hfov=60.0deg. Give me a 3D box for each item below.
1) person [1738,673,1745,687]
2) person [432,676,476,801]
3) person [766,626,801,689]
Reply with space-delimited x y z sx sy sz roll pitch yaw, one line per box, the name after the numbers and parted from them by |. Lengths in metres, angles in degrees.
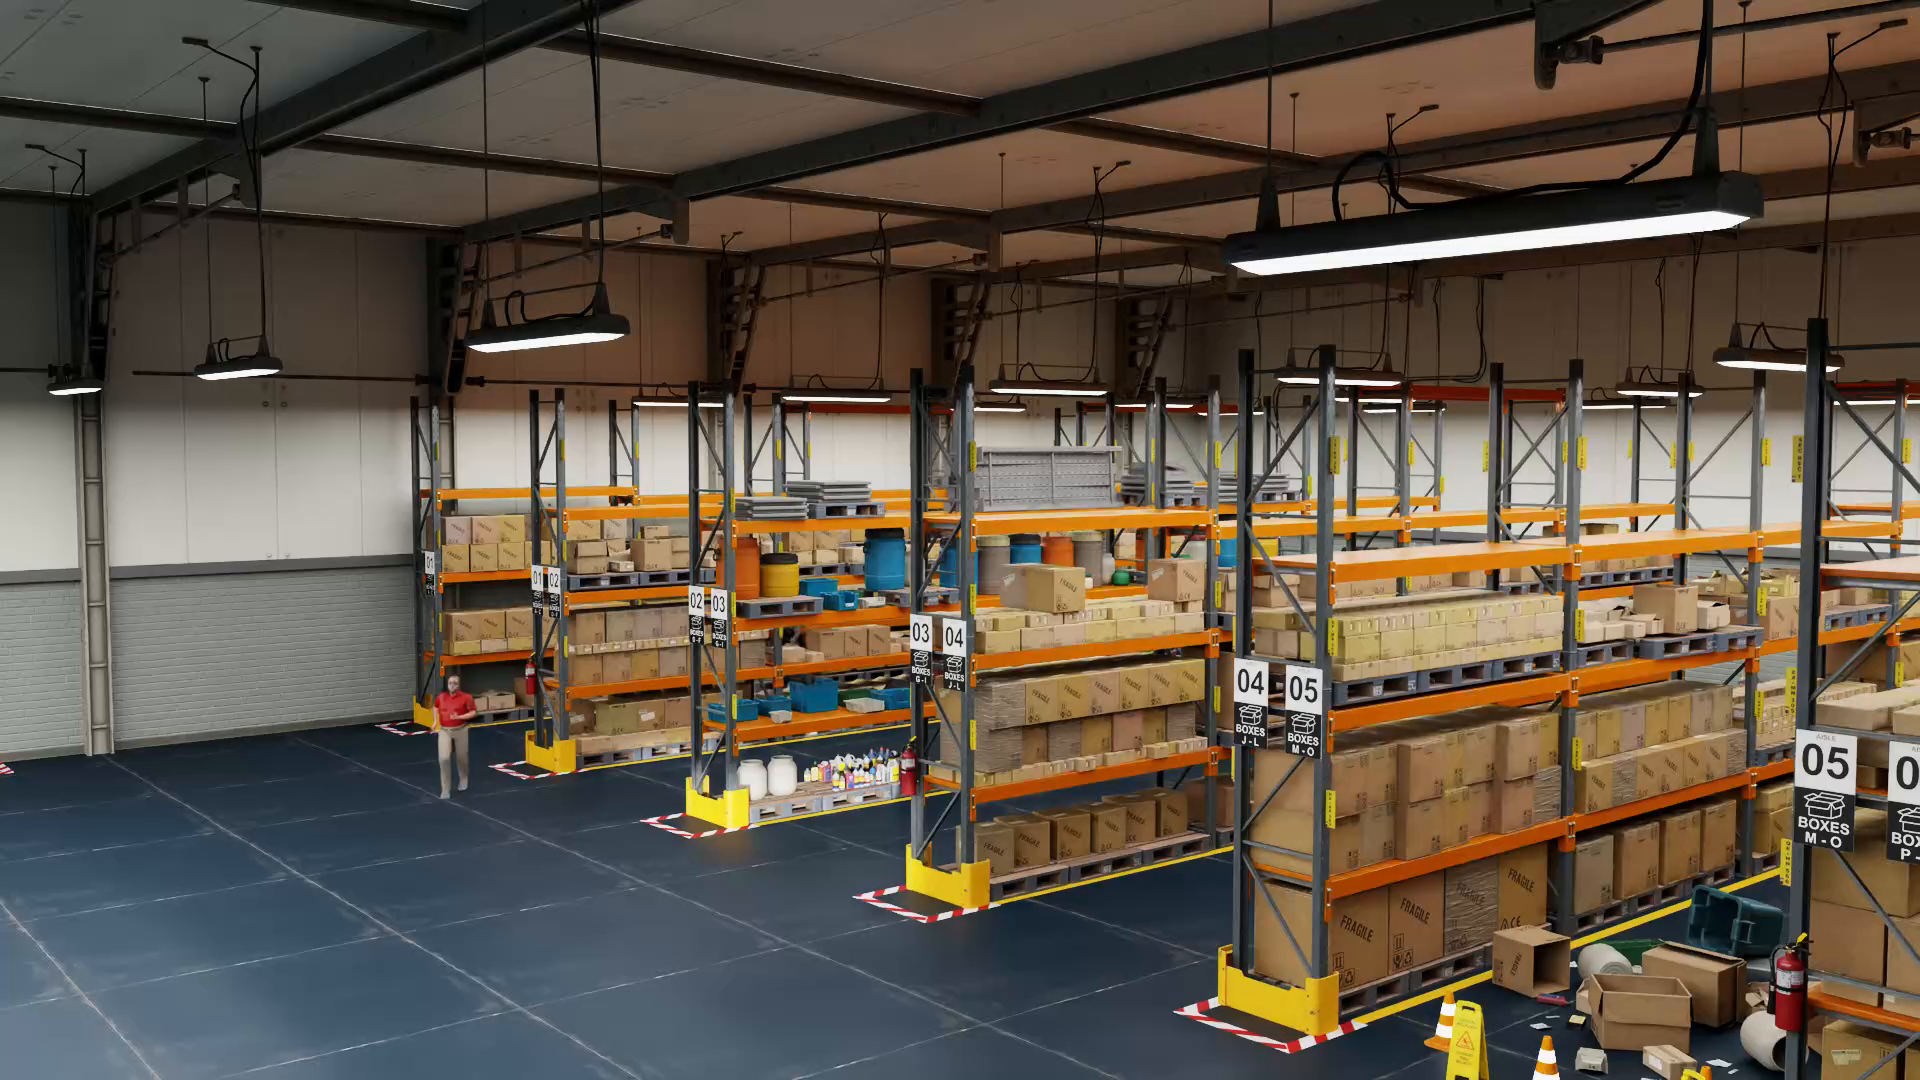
11.583 2.849 24.525 0.680 1.793 0.662 -2 4 -29 | person
-7.397 2.866 24.312 0.649 1.778 0.807 -1 3 -9 | person
-3.429 2.148 32.072 0.567 1.722 0.635 -3 5 -43 | person
